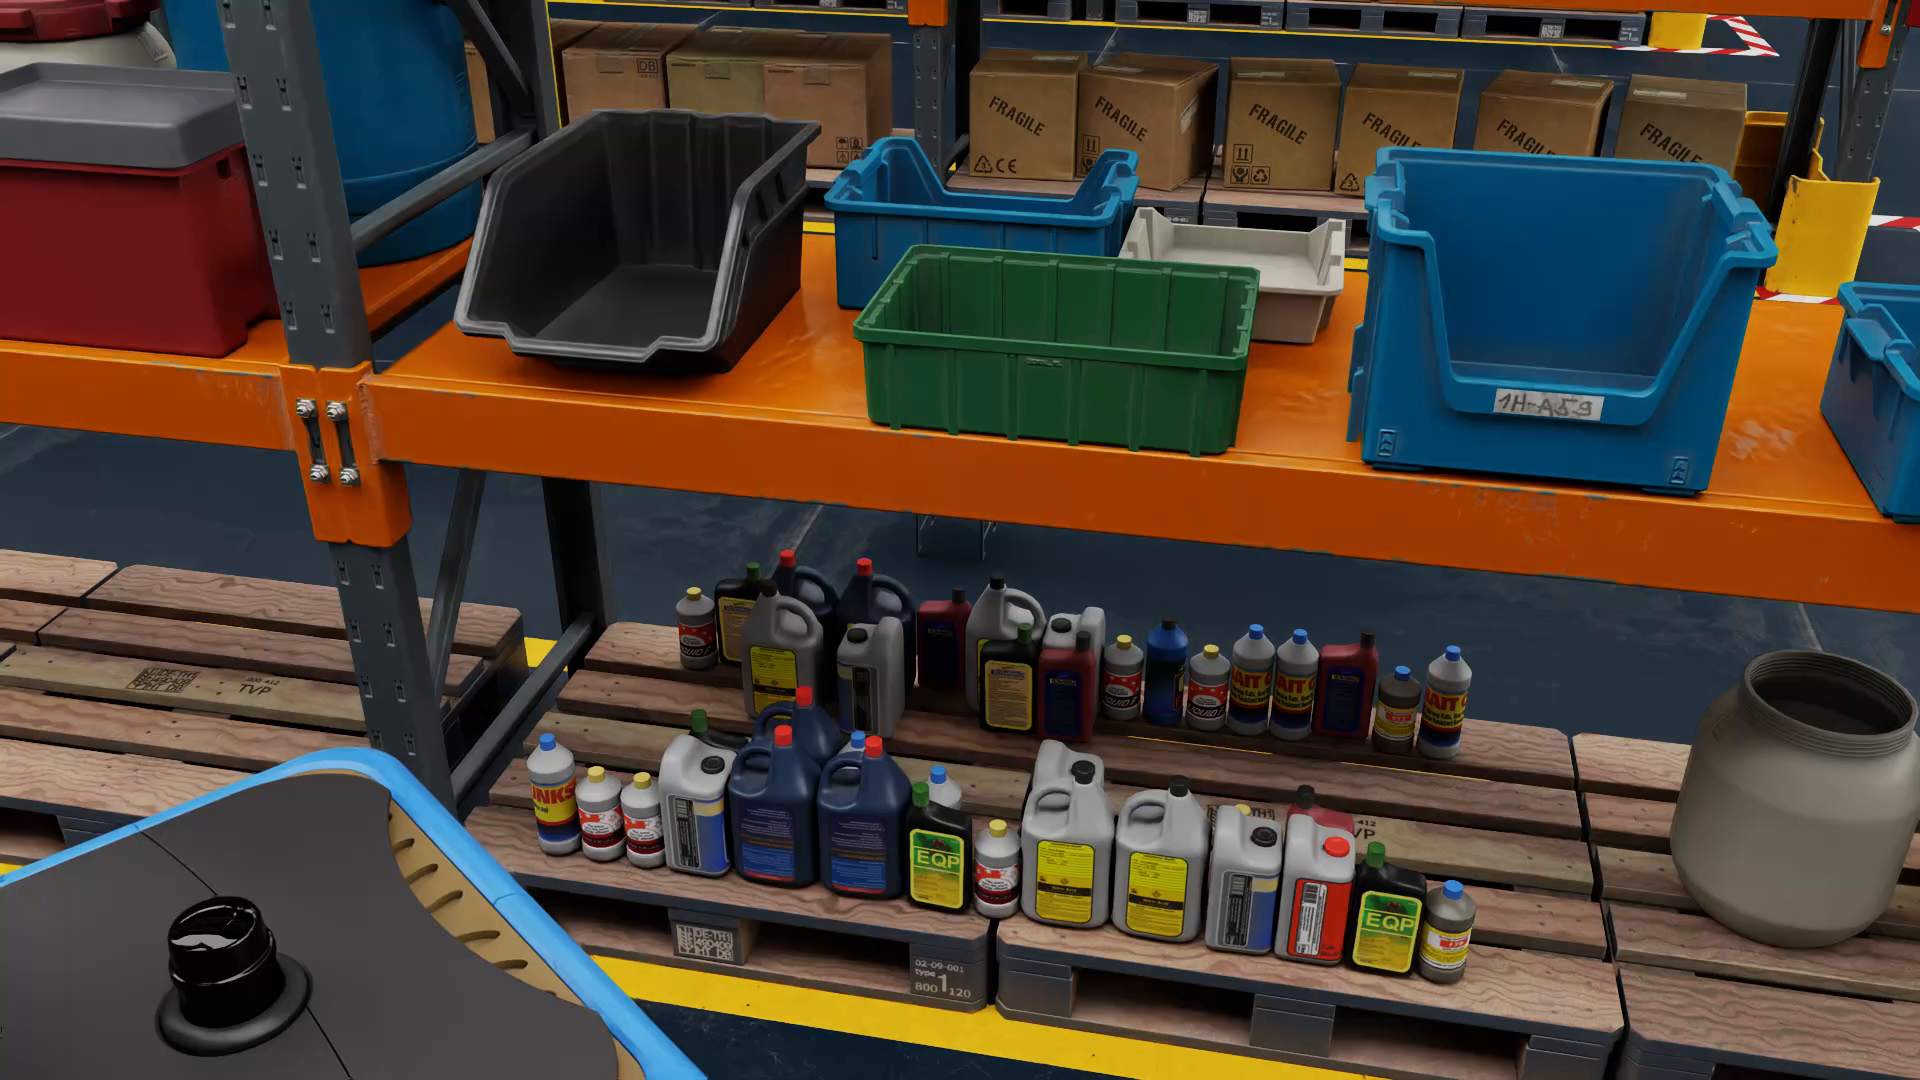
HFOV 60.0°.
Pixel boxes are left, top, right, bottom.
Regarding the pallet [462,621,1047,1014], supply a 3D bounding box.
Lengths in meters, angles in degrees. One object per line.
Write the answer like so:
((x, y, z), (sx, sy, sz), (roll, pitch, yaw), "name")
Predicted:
((-0.435, 0.600, 3.934), (1.213, 0.211, 1.003), (6, 29, 11), "pallet")

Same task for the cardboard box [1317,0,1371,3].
((2.569, -4.423, 11.980), (0.875, 0.875, 0.875), (6, 29, 11), "cardboard box")

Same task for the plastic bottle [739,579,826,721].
((-0.423, 0.256, 3.959), (0.185, 0.351, 0.144), (6, 29, 11), "plastic bottle")

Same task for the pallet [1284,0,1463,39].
((3.010, -3.898, 12.150), (1.213, 0.211, 1.003), (6, 29, 11), "pallet")

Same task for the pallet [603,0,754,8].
((-2.071, -4.419, 13.101), (1.213, 0.211, 1.003), (6, 29, 11), "pallet")

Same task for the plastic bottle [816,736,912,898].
((-0.196, 0.554, 3.415), (0.185, 0.351, 0.144), (5, 29, 8), "plastic bottle")

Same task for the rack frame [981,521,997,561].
((0.091, -0.385, 5.017), (0.006, 0.900, 0.240), (6, 29, 11), "rack frame")

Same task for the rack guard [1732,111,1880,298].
((3.789, -1.546, 7.553), (0.348, 0.500, 1.175), (6, 29, 11), "rack guard")

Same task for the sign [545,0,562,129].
((-0.957, -1.089, 3.827), (0.005, 0.325, 0.100), (6, 29, 11), "sign")

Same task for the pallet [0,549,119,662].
((-3.056, 0.331, 4.425), (1.213, 0.211, 1.003), (6, 29, 11), "pallet")

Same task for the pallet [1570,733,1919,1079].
((1.951, 0.845, 3.487), (1.213, 0.211, 1.003), (6, 29, 11), "pallet")

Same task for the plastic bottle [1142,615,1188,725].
((0.490, 0.302, 3.958), (0.097, 0.271, 0.097), (0, 29, 0), "plastic bottle")

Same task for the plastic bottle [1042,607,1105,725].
((0.269, 0.291, 3.973), (0.135, 0.276, 0.152), (6, 29, 11), "plastic bottle")

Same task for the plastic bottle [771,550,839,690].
((-0.393, 0.188, 4.083), (0.185, 0.351, 0.144), (5, 29, 9), "plastic bottle")

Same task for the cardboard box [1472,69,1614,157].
((2.664, -1.837, 7.648), (0.500, 0.500, 0.500), (14, 32, 24), "cardboard box")

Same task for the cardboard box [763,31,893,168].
((-0.645, -2.204, 8.298), (0.500, 0.500, 0.700), (4, 29, 7), "cardboard box")

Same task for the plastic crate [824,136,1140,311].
((0.056, -0.661, 3.489), (0.616, 0.251, 0.499), (6, 29, 11), "plastic crate")

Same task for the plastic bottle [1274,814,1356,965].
((0.700, 0.676, 3.269), (0.135, 0.276, 0.152), (6, 29, 11), "plastic bottle")

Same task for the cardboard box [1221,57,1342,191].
((1.519, -1.986, 7.919), (0.500, 0.500, 0.500), (3, 29, 6), "cardboard box")

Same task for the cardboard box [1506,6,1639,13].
((4.321, -4.243, 11.652), (0.875, 0.875, 0.875), (6, 29, 11), "cardboard box")

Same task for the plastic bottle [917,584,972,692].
((-0.037, 0.234, 4.070), (0.133, 0.283, 0.061), (8, 30, 14), "plastic bottle")

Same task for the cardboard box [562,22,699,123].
((-1.654, -2.317, 8.503), (0.500, 0.500, 0.700), (3, 29, 6), "cardboard box")

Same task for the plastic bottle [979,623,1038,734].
((0.114, 0.320, 3.912), (0.133, 0.283, 0.061), (6, 29, 11), "plastic bottle")

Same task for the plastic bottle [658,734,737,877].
((-0.541, 0.549, 3.502), (0.135, 0.276, 0.152), (7, 29, 12), "plastic bottle")

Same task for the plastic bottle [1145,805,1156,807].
((0.384, 0.619, 3.451), (0.097, 0.201, 0.097), (0, 29, 0), "plastic bottle")

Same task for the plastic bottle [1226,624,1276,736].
((0.688, 0.322, 3.921), (0.097, 0.271, 0.097), (0, 29, 0), "plastic bottle")

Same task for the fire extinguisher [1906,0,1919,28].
((3.879, -2.373, 6.542), (0.183, 0.674, 0.296), (6, 29, 11), "fire extinguisher")

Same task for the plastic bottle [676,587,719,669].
((-0.663, 0.215, 4.190), (0.097, 0.201, 0.097), (0, 29, 0), "plastic bottle")

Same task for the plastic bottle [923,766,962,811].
((-0.044, 0.586, 3.440), (0.097, 0.271, 0.097), (0, 29, 0), "plastic bottle")

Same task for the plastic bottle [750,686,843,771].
((-0.350, 0.467, 3.574), (0.185, 0.351, 0.144), (6, 29, 11), "plastic bottle")

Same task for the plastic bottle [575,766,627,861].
((-0.764, 0.572, 3.537), (0.097, 0.201, 0.097), (0, 29, 0), "plastic bottle")

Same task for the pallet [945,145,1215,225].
((0.615, -1.762, 8.249), (1.213, 0.211, 1.003), (6, 29, 11), "pallet")

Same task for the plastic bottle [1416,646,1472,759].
((1.121, 0.367, 3.840), (0.097, 0.271, 0.097), (0, 29, 0), "plastic bottle")

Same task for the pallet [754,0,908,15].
((-0.881, -4.295, 12.876), (1.213, 0.211, 1.003), (6, 29, 11), "pallet")

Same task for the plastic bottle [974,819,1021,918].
((0.076, 0.659, 3.379), (0.097, 0.201, 0.097), (0, 29, 0), "plastic bottle")

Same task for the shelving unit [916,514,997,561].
((-0.008, -0.396, 5.035), (0.210, 0.900, 0.258), (6, 29, 11), "shelving unit")

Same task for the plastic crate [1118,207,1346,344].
((0.558, -0.550, 3.406), (0.437, 0.136, 0.530), (6, 29, 11), "plastic crate")

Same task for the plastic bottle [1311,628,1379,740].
((0.903, 0.330, 3.894), (0.133, 0.283, 0.061), (6, 29, 11), "plastic bottle")

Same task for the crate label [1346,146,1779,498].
((0.972, -0.382, 2.787), (0.616, 0.435, 0.502), (6, 29, 11), "crate label")

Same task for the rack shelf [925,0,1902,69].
((1.907, -2.520, 7.478), (4.000, 0.370, 1.077), (6, 29, 11), "rack shelf")

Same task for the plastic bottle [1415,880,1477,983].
((0.941, 0.747, 3.217), (0.097, 0.201, 0.097), (0, 29, 0), "plastic bottle")

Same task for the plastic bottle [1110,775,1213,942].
((0.402, 0.615, 3.303), (0.185, 0.351, 0.144), (7, 29, 13), "plastic bottle")

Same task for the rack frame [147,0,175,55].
((-3.961, -3.437, 8.405), (0.127, 3.000, 1.000), (6, 29, 11), "rack frame")

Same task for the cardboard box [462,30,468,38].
((-2.756, -2.426, 8.703), (0.500, 0.500, 0.700), (3, 29, 6), "cardboard box")

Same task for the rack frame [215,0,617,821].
((-1.083, -0.710, 3.423), (0.127, 3.000, 1.000), (6, 29, 11), "rack frame")

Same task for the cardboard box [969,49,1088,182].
((0.334, -2.065, 8.064), (0.500, 0.500, 0.500), (5, 29, 9), "cardboard box")

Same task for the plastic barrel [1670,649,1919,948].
((1.679, 0.518, 3.334), (0.421, 0.512, 0.421), (0, 29, 0), "plastic barrel")

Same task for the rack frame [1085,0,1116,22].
((1.086, -5.355, 11.908), (0.127, 3.000, 1.000), (6, 29, 11), "rack frame")

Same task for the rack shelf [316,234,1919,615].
((0.873, -0.194, 3.230), (4.000, 0.370, 1.077), (6, 29, 11), "rack shelf")

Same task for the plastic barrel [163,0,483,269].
((-1.398, -1.111, 3.634), (0.708, 0.901, 0.600), (6, 29, 11), "plastic barrel")
